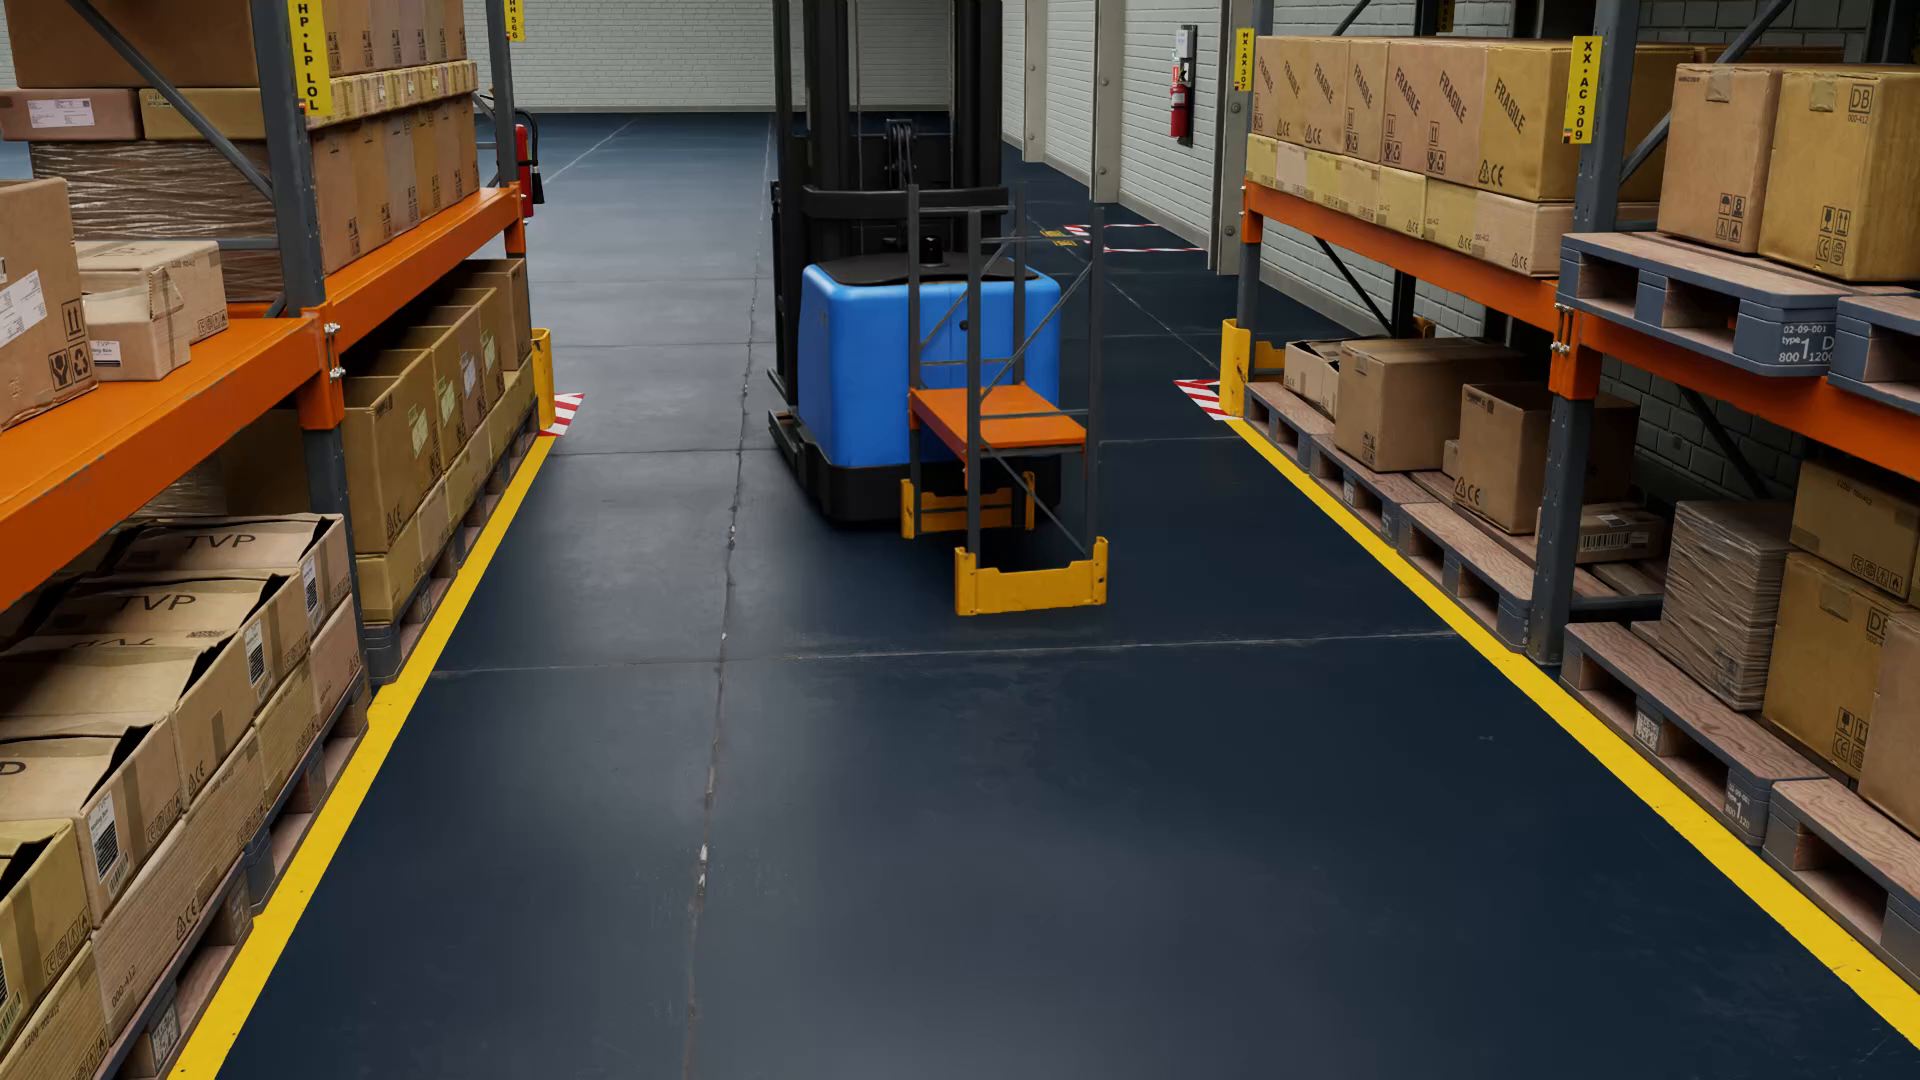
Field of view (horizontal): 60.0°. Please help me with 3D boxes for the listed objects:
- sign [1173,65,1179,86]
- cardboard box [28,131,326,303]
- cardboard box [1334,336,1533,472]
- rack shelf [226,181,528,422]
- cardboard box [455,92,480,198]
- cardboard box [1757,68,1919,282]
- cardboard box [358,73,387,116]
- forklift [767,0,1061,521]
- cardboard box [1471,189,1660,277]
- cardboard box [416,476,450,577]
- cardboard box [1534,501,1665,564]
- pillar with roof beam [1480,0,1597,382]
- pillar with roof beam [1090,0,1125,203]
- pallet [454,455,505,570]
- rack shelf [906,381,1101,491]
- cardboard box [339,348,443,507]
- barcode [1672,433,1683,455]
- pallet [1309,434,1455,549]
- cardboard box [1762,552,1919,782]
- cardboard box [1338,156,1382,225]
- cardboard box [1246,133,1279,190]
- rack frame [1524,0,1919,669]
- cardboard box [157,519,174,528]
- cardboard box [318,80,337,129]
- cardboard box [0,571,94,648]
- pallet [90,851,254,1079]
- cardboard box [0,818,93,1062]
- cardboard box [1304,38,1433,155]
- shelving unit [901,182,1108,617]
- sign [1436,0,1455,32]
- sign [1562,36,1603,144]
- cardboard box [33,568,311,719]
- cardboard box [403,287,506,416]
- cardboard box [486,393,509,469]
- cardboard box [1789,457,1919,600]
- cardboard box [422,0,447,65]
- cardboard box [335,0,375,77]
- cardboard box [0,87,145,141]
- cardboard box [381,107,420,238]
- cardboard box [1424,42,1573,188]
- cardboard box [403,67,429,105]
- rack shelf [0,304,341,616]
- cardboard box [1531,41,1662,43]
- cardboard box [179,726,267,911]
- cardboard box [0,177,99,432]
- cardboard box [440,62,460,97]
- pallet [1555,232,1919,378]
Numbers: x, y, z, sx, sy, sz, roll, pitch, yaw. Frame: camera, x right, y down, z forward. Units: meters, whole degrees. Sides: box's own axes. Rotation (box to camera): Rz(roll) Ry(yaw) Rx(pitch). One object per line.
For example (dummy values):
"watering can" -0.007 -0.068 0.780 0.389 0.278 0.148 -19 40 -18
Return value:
"sign" 2.229 -4.740 17.207 0.001 0.329 0.234 -2 18 -6
"cardboard box" -2.480 -1.046 5.333 0.700 0.500 0.500 -2 18 -7
"cardboard box" 2.153 -0.630 7.615 0.700 0.500 0.500 -3 18 -9
"rack shelf" -2.634 -1.118 6.933 1.077 0.370 4.000 -2 18 -6
"cardboard box" -2.805 -1.966 8.264 0.700 0.500 0.500 -2 18 -6
"cardboard box" 2.568 -0.958 4.320 0.700 0.500 0.500 0 17 0
"cardboard box" -2.400 -1.693 6.312 0.380 0.149 0.250 -2 18 -7
"forklift" -0.396 -1.882 8.279 1.130 2.935 3.031 -4 18 -13
"cardboard box" 2.148 -1.090 5.857 0.500 0.250 0.500 -2 18 -6
"cardboard box" -2.221 -0.051 6.221 0.500 0.250 0.500 -2 18 -6
"cardboard box" 2.414 -0.037 6.281 0.380 0.166 0.250 -4 18 -13
"pillar with roof beam" -1.263 -4.759 7.313 9.100 9.000 0.400 -2 18 -6
"pillar with roof beam" -2.501 -8.334 18.701 9.100 9.000 0.400 -2 18 -6
"pallet" -2.598 -0.138 7.264 1.003 0.211 1.213 -2 18 -6
"rack shelf" 0.151 -0.434 6.658 0.538 0.185 1.000 -4 18 -13
"cardboard box" -2.224 -0.409 6.108 0.500 0.500 0.500 -2 18 -6
"barcode" 2.682 -0.358 6.215 0.001 0.075 0.075 -2 18 -6
"pallet" 2.265 -0.253 7.630 1.003 0.211 1.213 -2 18 -6
"cardboard box" 2.694 0.334 4.544 0.700 0.500 0.500 -2 18 -7
"cardboard box" 1.985 -1.538 7.284 0.500 0.250 0.500 -2 18 -5
"cardboard box" 1.821 -1.995 8.739 0.500 0.250 0.500 -2 18 -7
"rack frame" 2.499 -1.020 5.418 1.000 3.000 0.127 -2 18 -6
"cardboard box" -2.693 0.114 5.695 0.500 0.250 0.500 -2 18 -6
"cardboard box" -2.318 -1.461 5.572 0.380 0.149 0.250 -2 18 -7
"cardboard box" -2.587 0.258 4.300 0.500 0.311 0.500 -2 18 -6
"pallet" -2.184 1.047 3.489 1.003 0.211 1.213 -2 18 -6
"cardboard box" -1.890 0.696 2.904 0.500 0.311 0.500 -2 18 -7
"cardboard box" 1.925 -2.054 7.678 0.500 0.500 0.500 -2 18 -7
"shelving unit" 0.153 -0.603 6.595 0.587 1.500 1.083 -4 18 -13
"sign" 2.640 -2.926 9.029 0.100 0.325 0.005 -2 18 -6
"sign" 1.960 -1.414 5.228 0.100 0.325 0.005 -2 18 -6
"cardboard box" -2.041 0.245 4.343 0.500 0.311 0.500 -1 17 -4
"cardboard box" -2.372 -0.856 7.533 0.500 0.500 0.500 -2 18 -6
"cardboard box" -2.375 -0.498 7.645 0.500 0.250 0.500 -2 18 -6
"cardboard box" 2.640 -0.045 4.500 0.500 0.250 0.500 -2 18 -7
"cardboard box" -2.740 -2.412 7.521 0.700 0.500 0.500 -2 18 -7
"cardboard box" -2.585 -1.964 6.093 0.700 0.500 0.500 -2 18 -6
"cardboard box" -2.669 -1.297 5.052 0.380 0.149 0.250 -2 18 -6
"cardboard box" -2.643 -1.505 6.795 0.700 0.500 0.500 -1 17 -4
"cardboard box" 2.085 -1.596 6.217 0.500 0.500 0.500 -2 18 -6
"cardboard box" -2.477 -1.921 7.039 0.380 0.149 0.250 -1 17 -4
"rack shelf" -2.222 0.073 3.137 1.077 0.370 4.000 -2 18 -6
"cardboard box" 2.562 -1.765 6.757 0.500 0.500 0.500 -1 17 -4
"cardboard box" -1.993 0.663 3.945 0.500 0.250 0.500 -1 17 -4
"cardboard box" -2.311 -0.527 3.682 0.500 0.500 0.500 -1 17 -2
"cardboard box" -2.557 -2.153 7.776 0.380 0.149 0.250 -2 18 -6
"pallet" 2.433 -0.696 4.707 1.003 0.211 1.213 -2 18 -6
